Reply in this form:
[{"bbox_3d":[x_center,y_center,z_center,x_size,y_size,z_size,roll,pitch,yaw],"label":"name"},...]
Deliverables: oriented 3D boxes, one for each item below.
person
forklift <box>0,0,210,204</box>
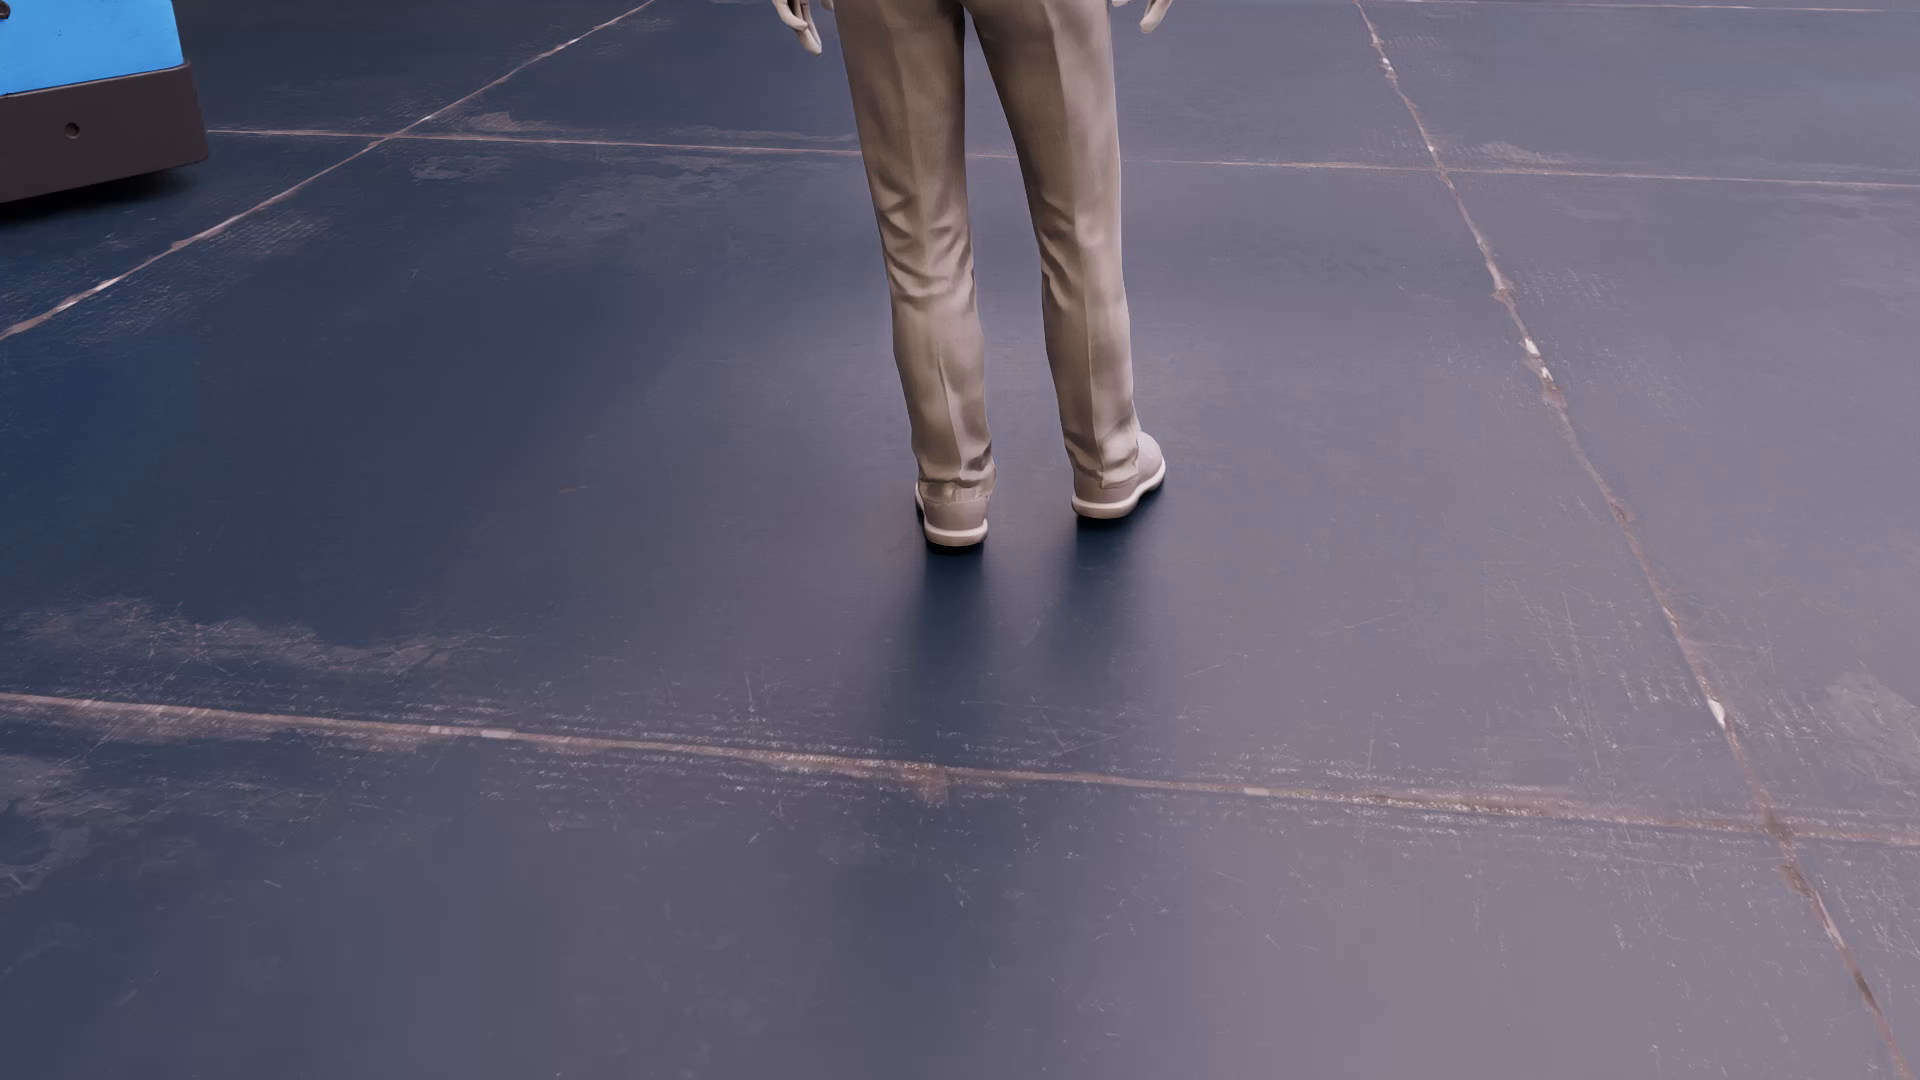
[{"bbox_3d":[0.015,-0.794,2.178,0.588,1.695,0.531,3,27,7],"label":"person"},{"bbox_3d":[-3.436,-2.472,4.172,3.031,2.935,1.130,19,32,33],"label":"forklift"}]
